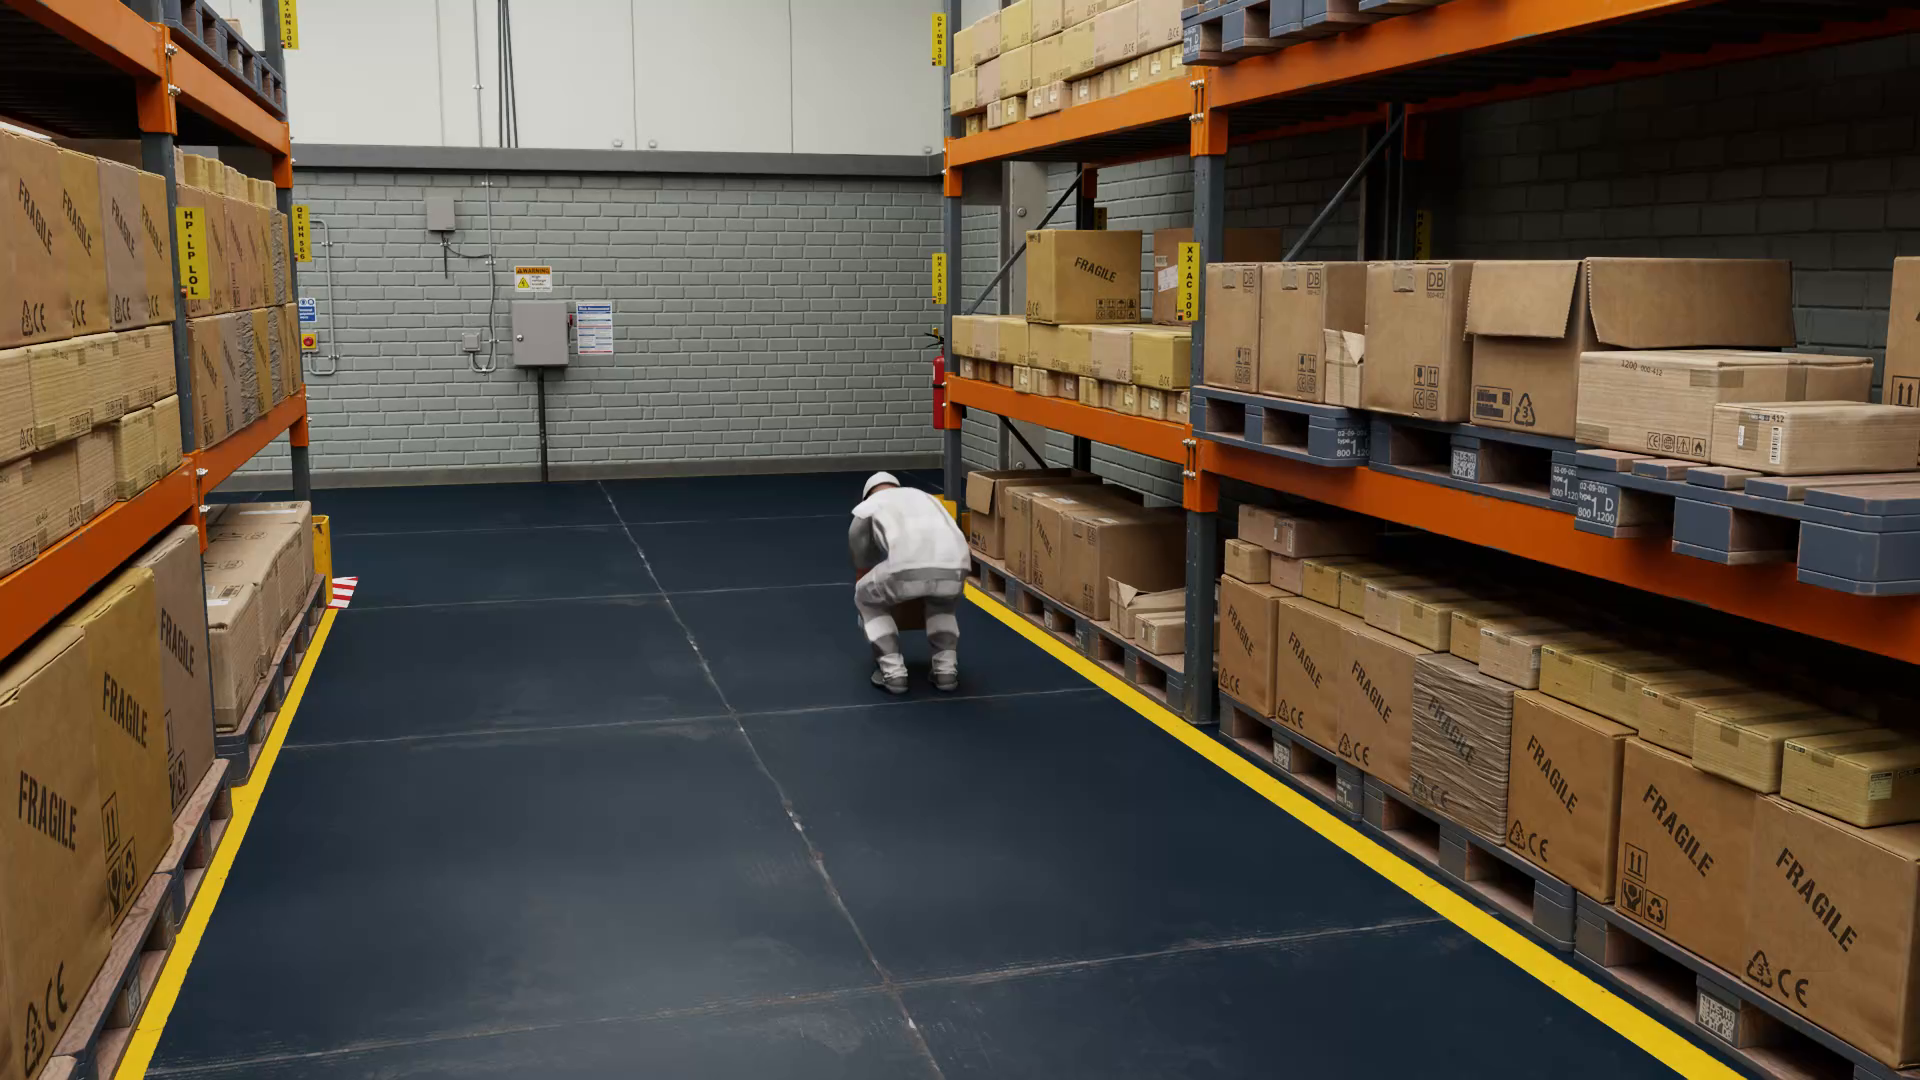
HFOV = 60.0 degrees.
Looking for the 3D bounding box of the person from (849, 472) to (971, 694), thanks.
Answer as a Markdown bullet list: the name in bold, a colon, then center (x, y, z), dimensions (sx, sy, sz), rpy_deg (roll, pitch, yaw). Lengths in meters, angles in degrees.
- **person**: center (-0.260, 0.198, 8.098), dimensions (0.536, 0.986, 0.946), rpy_deg (-3, 10, -18)
